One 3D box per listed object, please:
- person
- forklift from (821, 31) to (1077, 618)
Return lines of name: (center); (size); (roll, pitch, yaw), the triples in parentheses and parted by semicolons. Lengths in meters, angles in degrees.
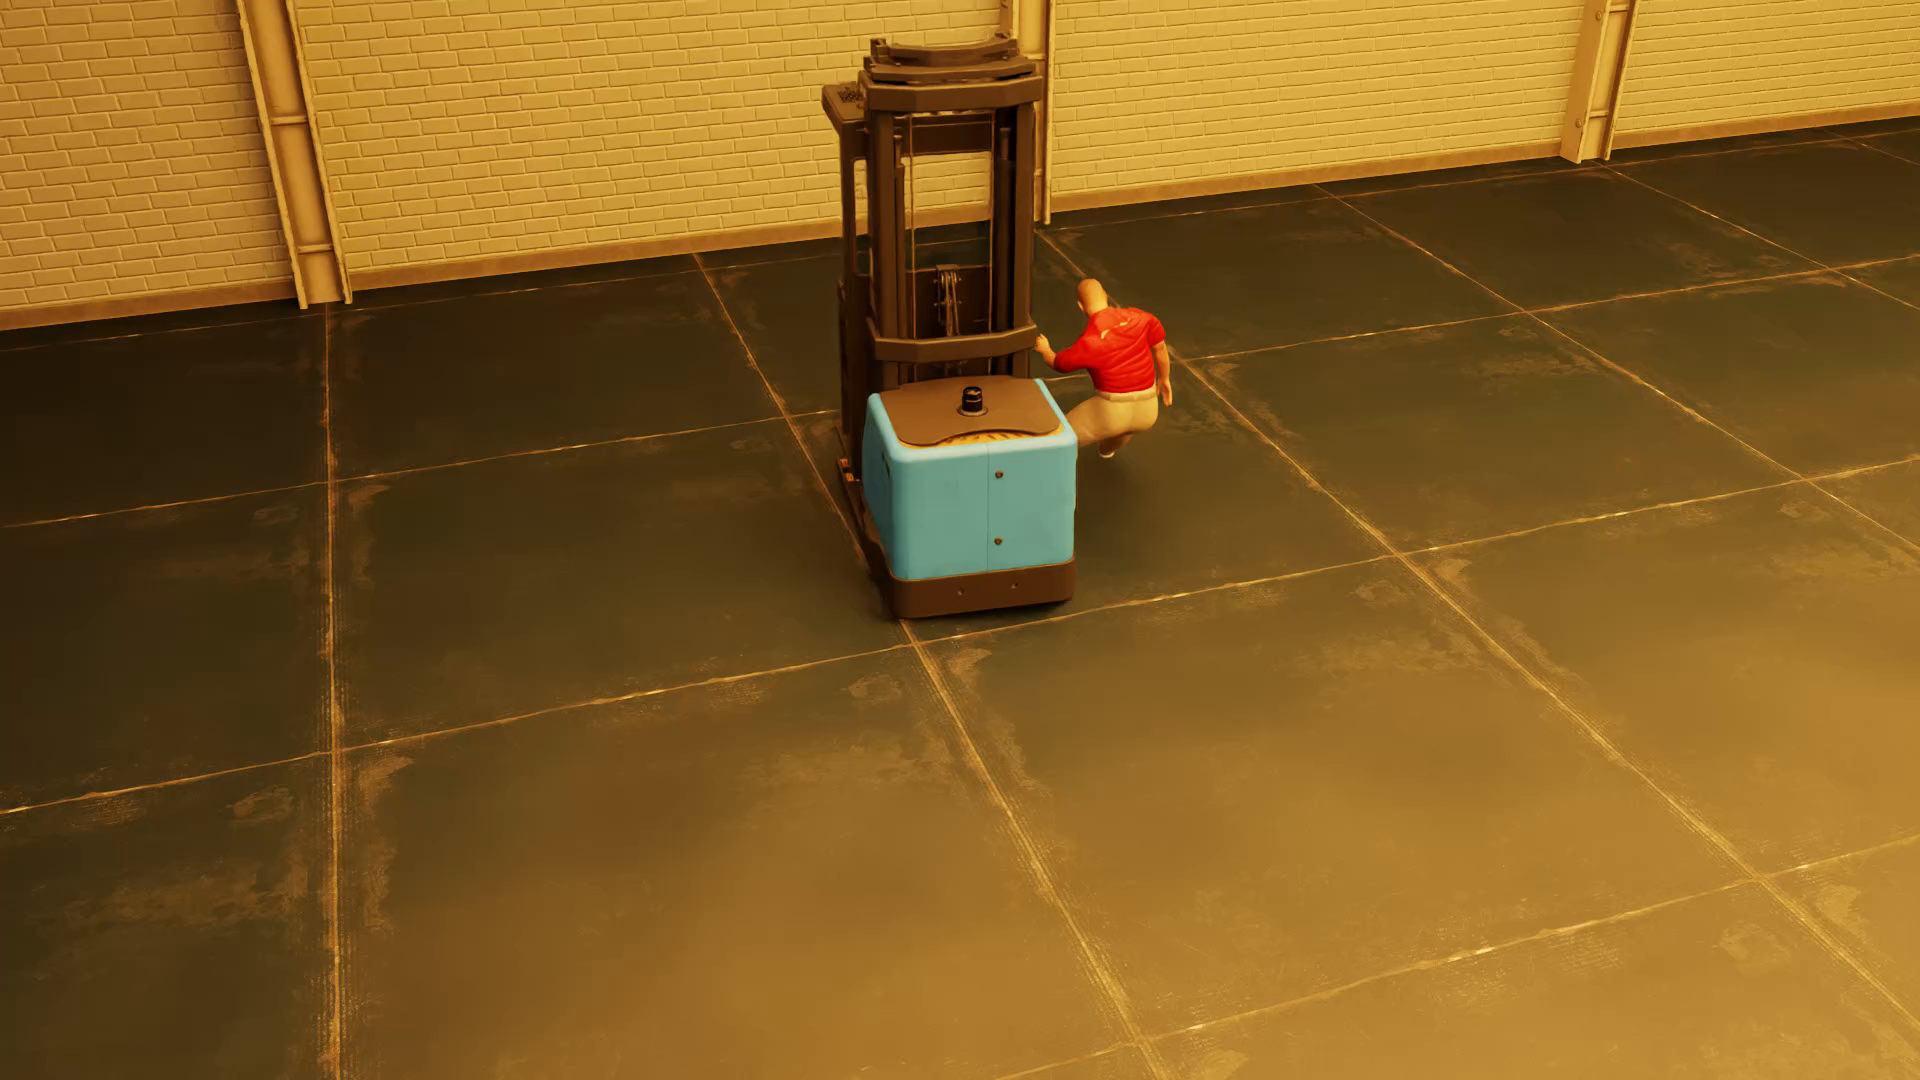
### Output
person: (0.717, -0.963, 10.123); (1.045, 1.425, 1.108); (-10, 31, -17)
forklift: (-0.177, -1.560, 9.798); (1.130, 2.935, 3.031); (-6, 31, -11)
